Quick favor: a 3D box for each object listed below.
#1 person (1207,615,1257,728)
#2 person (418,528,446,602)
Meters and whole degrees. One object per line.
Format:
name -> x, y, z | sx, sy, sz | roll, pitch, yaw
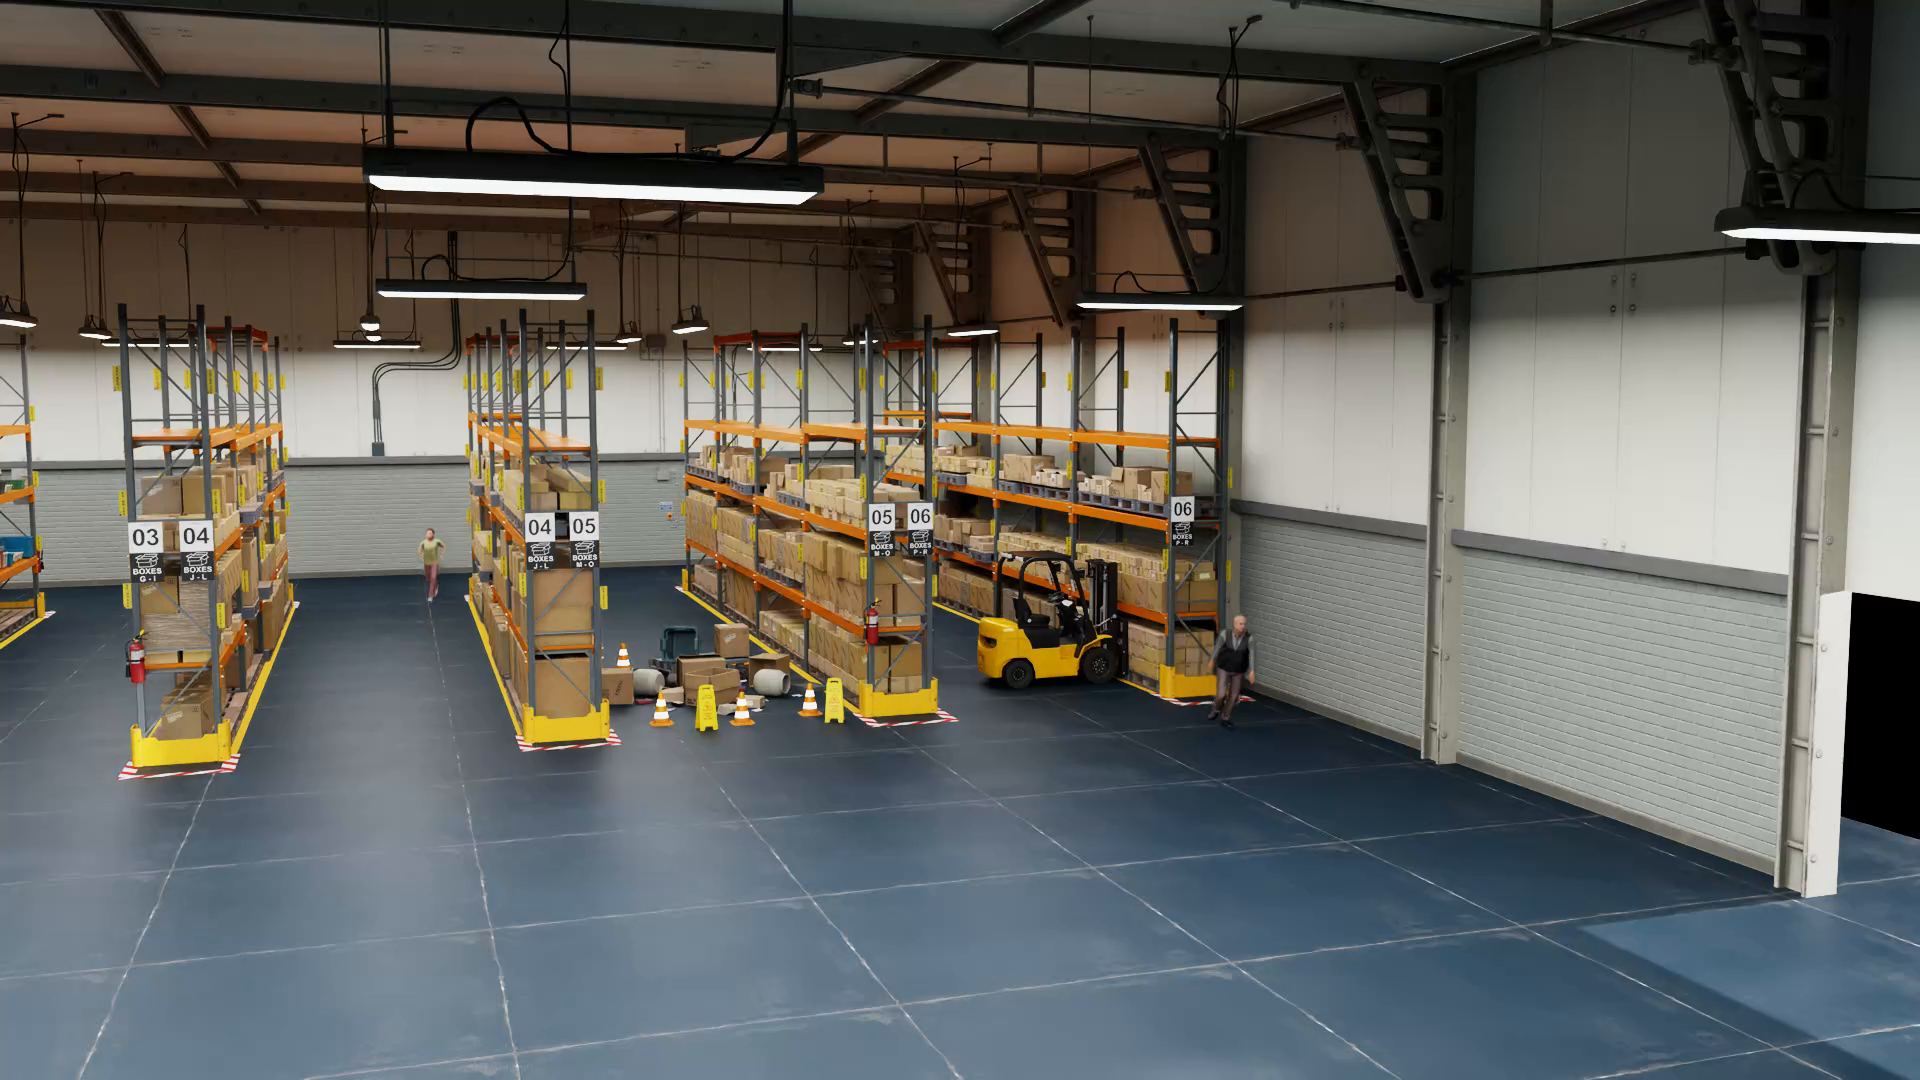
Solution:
person -> 3.928, 1.898, 24.034 | 0.674, 1.680, 0.563 | 0, 5, -1
person -> -12.116, 0.555, 38.143 | 0.584, 1.658, 0.951 | 0, 5, -3
